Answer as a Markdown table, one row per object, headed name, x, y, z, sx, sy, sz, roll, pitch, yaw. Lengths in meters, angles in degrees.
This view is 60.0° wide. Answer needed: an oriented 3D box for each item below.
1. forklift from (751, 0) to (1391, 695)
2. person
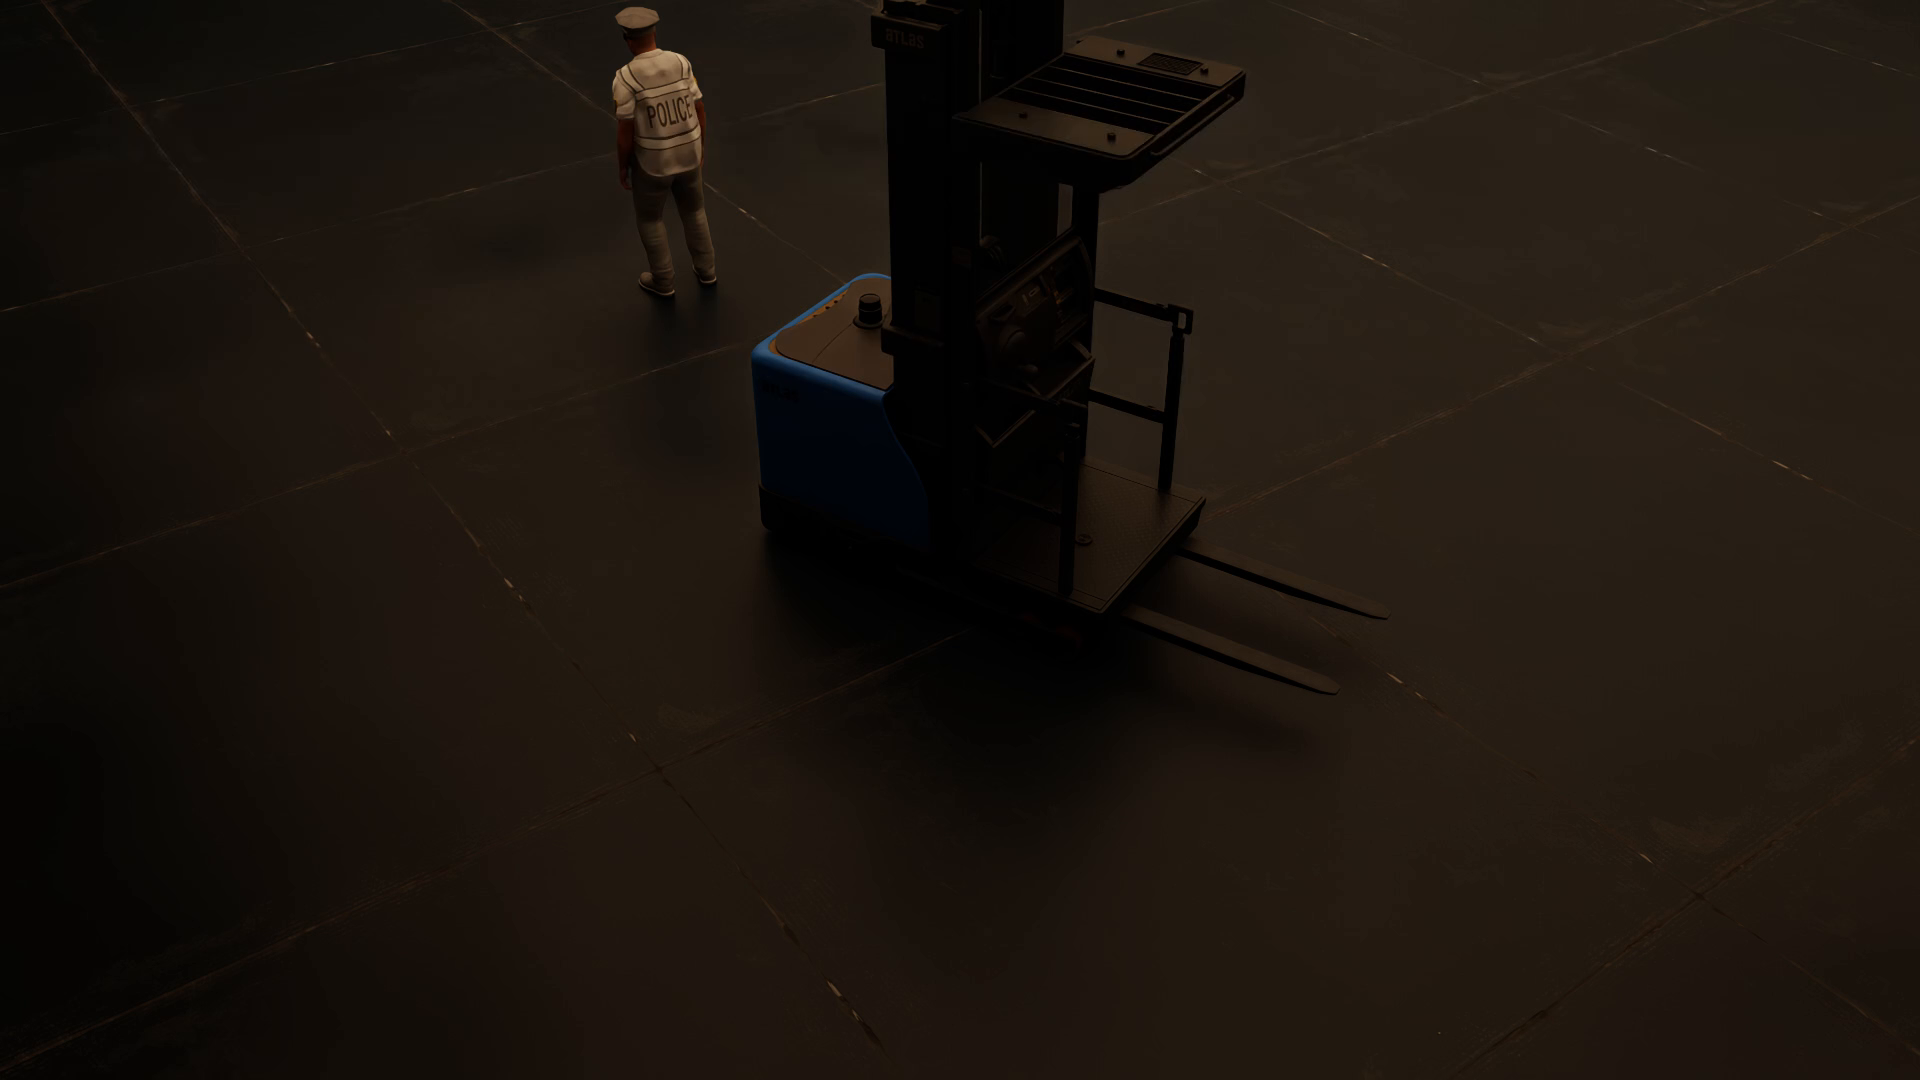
| name | x | y | z | sx | sy | sz | roll | pitch | yaw |
| --- | --- | --- | --- | --- | --- | --- | --- | --- | --- |
| forklift | 0.514 | -0.985 | 7.276 | 3.031 | 2.935 | 1.130 | 21 | 41 | 26 |
| person | -1.789 | -2.314 | 10.069 | 0.602 | 1.747 | 0.443 | -23 | 42 | -28 |
